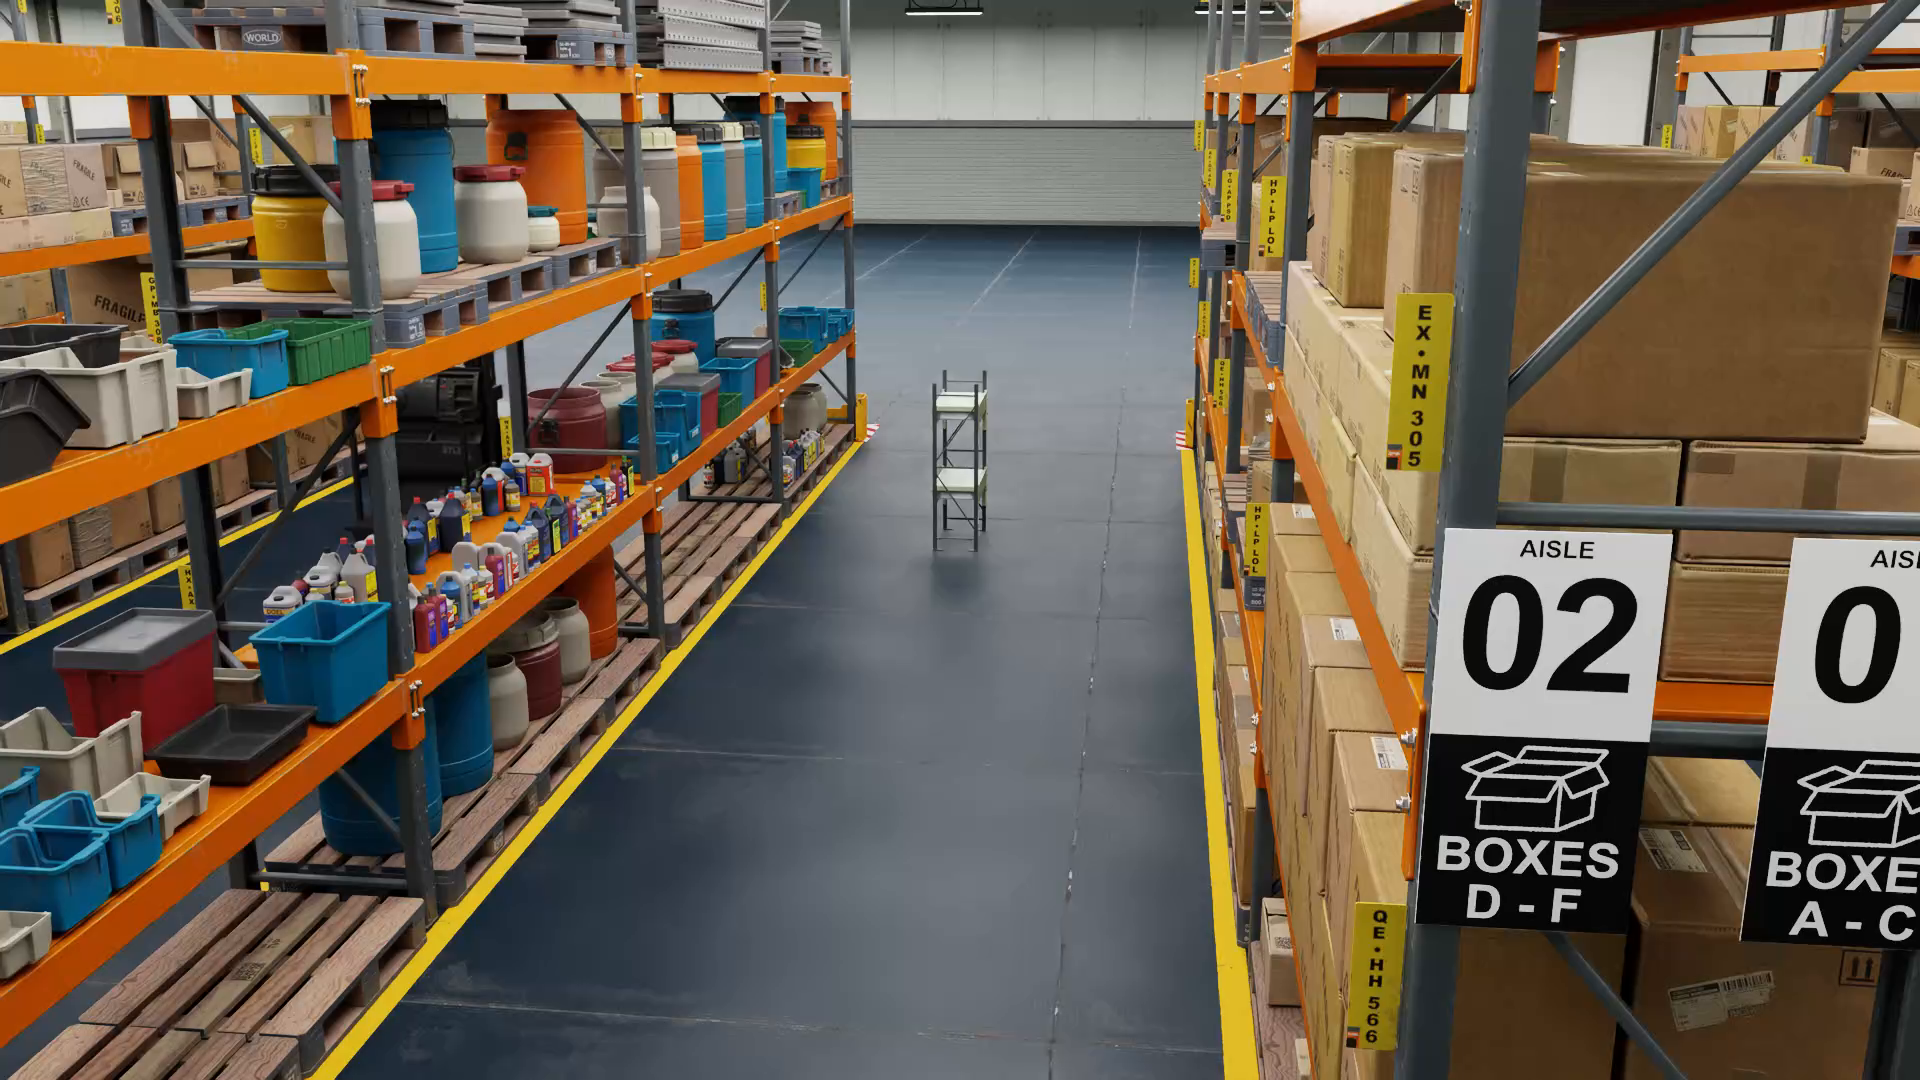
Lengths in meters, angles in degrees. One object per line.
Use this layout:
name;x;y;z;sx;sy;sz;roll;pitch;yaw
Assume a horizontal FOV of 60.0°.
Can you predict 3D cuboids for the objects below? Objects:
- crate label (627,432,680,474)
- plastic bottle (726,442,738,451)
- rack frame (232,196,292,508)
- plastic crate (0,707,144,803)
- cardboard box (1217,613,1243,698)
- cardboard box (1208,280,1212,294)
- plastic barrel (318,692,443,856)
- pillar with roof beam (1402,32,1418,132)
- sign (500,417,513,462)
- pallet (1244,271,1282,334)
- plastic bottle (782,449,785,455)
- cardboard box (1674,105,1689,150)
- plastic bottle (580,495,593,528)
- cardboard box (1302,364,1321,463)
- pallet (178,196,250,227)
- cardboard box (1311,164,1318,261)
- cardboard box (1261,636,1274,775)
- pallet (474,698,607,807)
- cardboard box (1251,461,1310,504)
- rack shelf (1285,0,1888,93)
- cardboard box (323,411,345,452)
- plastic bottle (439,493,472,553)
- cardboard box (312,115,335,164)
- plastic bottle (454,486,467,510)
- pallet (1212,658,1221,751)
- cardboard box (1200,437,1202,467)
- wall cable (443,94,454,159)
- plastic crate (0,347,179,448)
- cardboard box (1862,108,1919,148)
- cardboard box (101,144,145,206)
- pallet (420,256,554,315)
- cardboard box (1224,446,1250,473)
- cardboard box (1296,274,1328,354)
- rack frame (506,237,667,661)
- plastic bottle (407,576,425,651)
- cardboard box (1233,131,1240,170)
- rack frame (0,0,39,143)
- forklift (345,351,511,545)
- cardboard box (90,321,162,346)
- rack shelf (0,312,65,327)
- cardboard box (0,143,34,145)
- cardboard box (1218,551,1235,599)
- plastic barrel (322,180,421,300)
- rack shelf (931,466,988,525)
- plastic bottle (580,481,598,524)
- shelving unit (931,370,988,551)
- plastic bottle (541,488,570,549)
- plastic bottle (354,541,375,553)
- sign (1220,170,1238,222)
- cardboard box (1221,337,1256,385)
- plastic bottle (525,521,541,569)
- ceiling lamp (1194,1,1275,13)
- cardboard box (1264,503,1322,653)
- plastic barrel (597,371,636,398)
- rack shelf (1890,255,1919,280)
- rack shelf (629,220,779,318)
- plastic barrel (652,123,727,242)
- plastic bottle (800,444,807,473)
crate label;-2.213;-0.627;12.057;0.303;0.233;0.416;2;15;6
plastic bottle;-2.338;-0.890;16.940;0.144;0.351;0.185;2;15;6
rack frame;-7.103;-1.793;16.048;1.000;3.000;0.127;2;15;6
plastic crate;-3.440;0.846;6.398;0.437;0.282;0.530;2;15;6
cardboard box;1.899;0.777;10.489;0.500;0.500;0.500;1;15;4
cardboard box;2.905;-2.735;18.098;0.380;0.149;0.250;1;15;5
plastic barrel;-3.006;1.097;8.574;0.600;0.901;0.708;2;15;6
pillar with roof beam;8.001;-12.990;45.961;9.100;9.000;0.548;2;15;6
sign;-3.181;-0.703;11.703;0.100;0.325;0.005;2;15;6
pallet;2.094;-1.219;8.538;1.213;0.211;1.003;2;15;6
plastic bottle;-1.782;-0.781;16.688;0.097;0.271;0.097;0;15;0
cardboard box;7.828;-4.289;17.385;0.500;0.500;0.500;1;15;2
plastic bottle;-2.367;-0.181;10.466;0.097;0.201;0.097;0;15;0
cardboard box;1.418;-0.423;5.522;0.500;0.250;0.500;2;15;6
pallet;-7.279;-2.994;15.100;1.213;0.211;1.003;2;15;6
cardboard box;2.019;-1.475;7.938;0.600;0.600;0.600;2;15;6
cardboard box;1.508;0.650;6.820;0.500;0.500;0.500;2;15;8
pallet;-2.821;1.257;10.108;1.003;0.211;1.213;2;15;6
cardboard box;1.975;-0.137;8.925;0.700;0.500;0.500;-2;15;-8
rack shelf;1.611;-1.454;4.685;1.077;0.370;4.000;2;15;6
cardboard box;-6.969;-1.204;17.853;0.500;0.500;0.500;0;15;1
plastic bottle;-3.015;-0.113;9.928;0.144;0.351;0.185;2;15;6
cardboard box;-6.575;-4.303;17.862;0.500;0.500;0.500;2;15;6
plastic bottle;-3.137;-0.202;10.407;0.097;0.271;0.097;0;15;0
pallet;2.166;1.075;10.780;1.003;0.211;1.213;2;15;6
cardboard box;2.738;-0.892;17.177;0.500;0.250;0.500;2;15;6
wall cable;-17.374;-13.017;52.010;3.097;2.526;0.112;2;15;6
plastic crate;-2.979;-0.492;5.714;0.437;0.282;0.530;2;15;6
cardboard box;8.001;-3.463;14.330;0.500;0.500;0.500;2;15;7
cardboard box;-7.360;-3.131;14.244;0.797;0.503;0.637;2;15;9
pallet;-2.968;-1.430;9.319;1.003;0.211;1.213;2;15;6
cardboard box;2.115;-0.583;12.054;0.380;0.149;0.250;2;15;6
cardboard box;1.480;-0.794;5.935;0.500;0.250;0.500;2;15;6
rack frame;-2.633;-0.610;11.672;1.000;3.000;0.127;2;15;6
plastic bottle;-2.718;0.359;8.182;0.144;0.351;0.185;2;15;6
cardboard box;3.050;-3.692;16.053;0.797;0.503;0.637;3;16;12
rack frame;-11.569;-5.899;19.739;1.000;3.000;0.127;2;15;6
forklift;-4.675;-1.293;14.329;1.130;2.935;3.031;2;15;7
cardboard box;-7.207;-1.594;14.307;0.797;0.503;0.637;3;15;12
rack shelf;-11.795;-2.137;18.697;1.077;0.370;4.000;2;15;6
cardboard box;-7.631;-2.886;13.192;0.500;0.500;0.500;2;15;7
cardboard box;2.102;0.248;11.889;0.500;0.311;0.500;2;15;8
plastic barrel;-2.776;-1.418;7.848;0.433;0.535;0.433;0;15;0
rack shelf;0.001;-0.411;15.058;0.431;0.370;0.720;2;15;6
plastic bottle;-2.356;-0.240;10.550;0.097;0.271;0.097;0;15;0
shelving unit;0.001;-0.726;14.973;0.431;1.500;0.755;2;15;6
plastic bottle;-2.443;-0.132;9.999;0.144;0.351;0.185;2;15;6
plastic bottle;-3.263;0.150;9.098;0.152;0.276;0.135;2;15;6
sign;1.737;-2.217;10.727;0.100;0.325;0.005;2;15;6
cardboard box;2.783;-1.664;15.378;0.700;0.500;0.500;1;15;5
plastic bottle;-2.472;0.026;9.566;0.097;0.271;0.097;0;15;0
ceiling lamp;6.914;-14.825;41.564;2.000;3.185;0.800;2;15;6
cardboard box;1.504;0.157;6.727;0.500;0.500;0.500;2;15;8
plastic barrel;-2.682;-1.046;13.071;0.421;0.512;0.421;0;15;0
rack shelf;7.436;-1.938;12.213;1.077;0.370;4.000;2;15;6
rack shelf;-2.408;-2.229;13.292;1.077;0.370;4.000;2;15;6
plastic barrel;-2.171;-2.860;13.285;0.600;0.901;0.708;2;15;6
plastic bottle;-1.597;-0.836;16.869;0.061;0.283;0.133;2;15;9
